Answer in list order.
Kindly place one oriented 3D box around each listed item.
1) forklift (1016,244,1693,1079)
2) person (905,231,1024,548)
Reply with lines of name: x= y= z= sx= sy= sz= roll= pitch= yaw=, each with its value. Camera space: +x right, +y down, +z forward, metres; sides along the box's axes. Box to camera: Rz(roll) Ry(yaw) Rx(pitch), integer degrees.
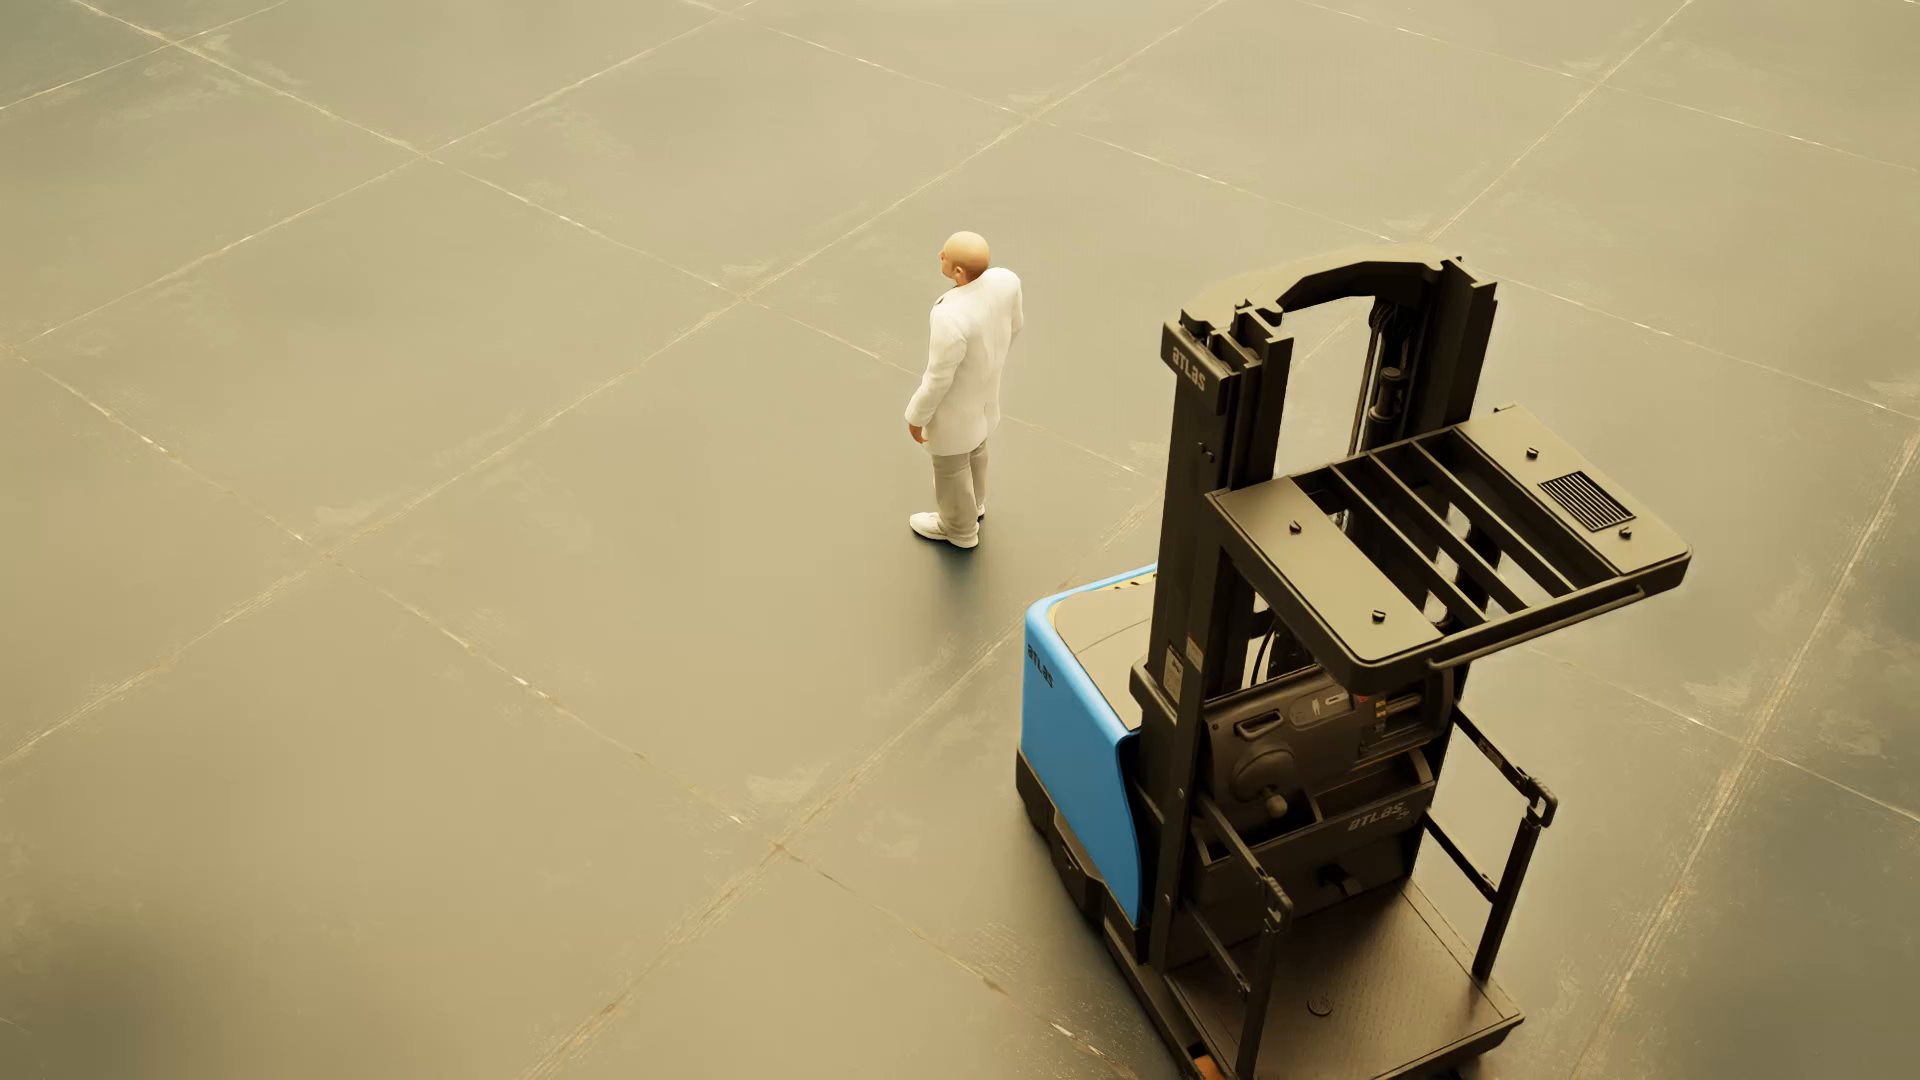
forklift: x=1.302 y=0.688 z=5.267 sx=1.130 sy=2.935 sz=3.031 roll=-16 pitch=43 yaw=-18
person: x=-0.069 y=-0.720 z=7.797 sx=0.581 sy=1.775 sz=0.694 roll=26 pitch=47 yaw=28
